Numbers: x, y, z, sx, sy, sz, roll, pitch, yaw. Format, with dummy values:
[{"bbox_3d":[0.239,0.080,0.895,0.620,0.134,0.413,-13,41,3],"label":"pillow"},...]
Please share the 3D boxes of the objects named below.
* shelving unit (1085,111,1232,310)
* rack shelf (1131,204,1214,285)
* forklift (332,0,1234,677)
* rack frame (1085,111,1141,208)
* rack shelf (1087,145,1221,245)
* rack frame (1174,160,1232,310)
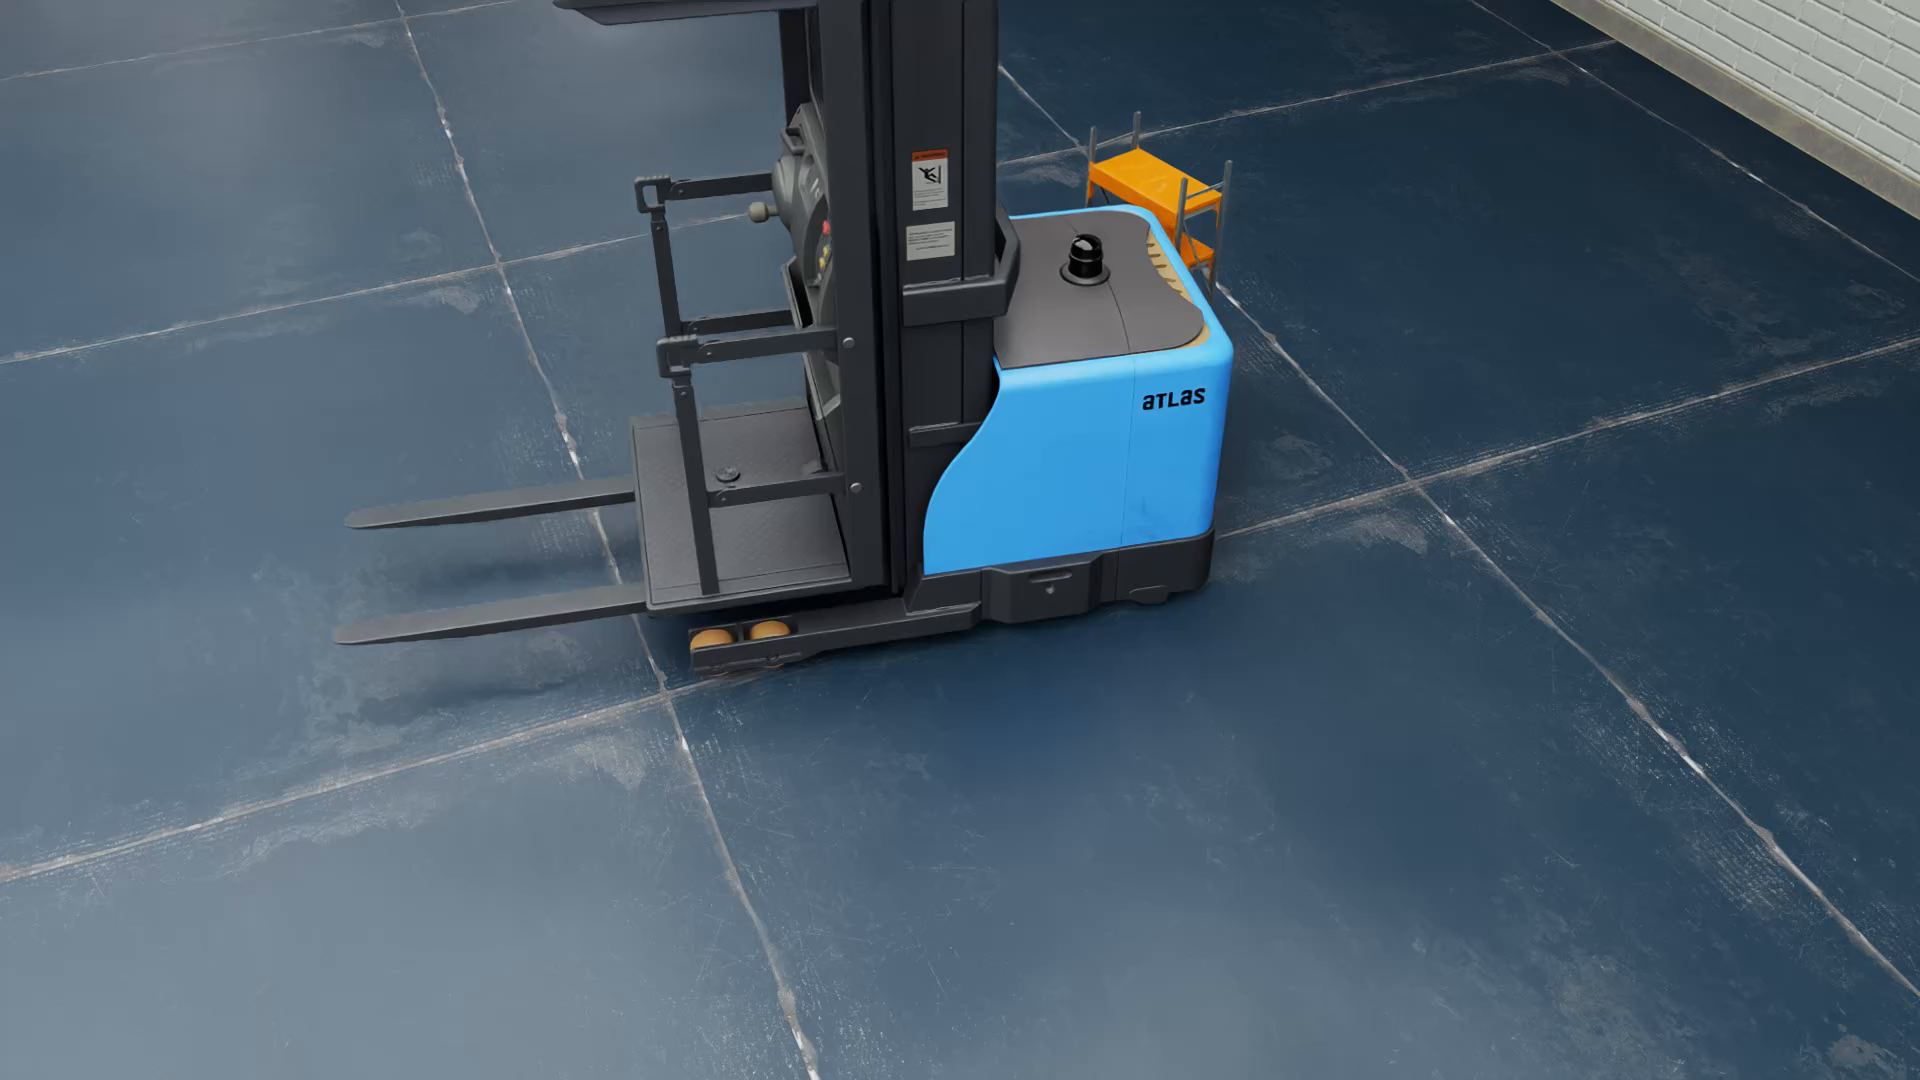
[{"bbox_3d":[0.724,-0.989,6.475,0.258,1.200,0.503,-26,47,-28],"label":"shelving unit"},{"bbox_3d":[0.727,-1.109,6.375,0.258,0.148,0.480,-26,47,-28],"label":"rack shelf"},{"bbox_3d":[-0.670,-1.021,5.189,3.031,2.935,1.130,-8,41,-9],"label":"forklift"},{"bbox_3d":[0.575,-1.115,6.622,0.240,1.200,0.015,-26,47,-28],"label":"rack frame"},{"bbox_3d":[0.731,-1.290,6.223,0.258,0.148,0.480,-26,47,-28],"label":"rack shelf"},{"bbox_3d":[0.873,-0.863,6.329,0.240,1.200,0.015,-26,47,-28],"label":"rack frame"}]
